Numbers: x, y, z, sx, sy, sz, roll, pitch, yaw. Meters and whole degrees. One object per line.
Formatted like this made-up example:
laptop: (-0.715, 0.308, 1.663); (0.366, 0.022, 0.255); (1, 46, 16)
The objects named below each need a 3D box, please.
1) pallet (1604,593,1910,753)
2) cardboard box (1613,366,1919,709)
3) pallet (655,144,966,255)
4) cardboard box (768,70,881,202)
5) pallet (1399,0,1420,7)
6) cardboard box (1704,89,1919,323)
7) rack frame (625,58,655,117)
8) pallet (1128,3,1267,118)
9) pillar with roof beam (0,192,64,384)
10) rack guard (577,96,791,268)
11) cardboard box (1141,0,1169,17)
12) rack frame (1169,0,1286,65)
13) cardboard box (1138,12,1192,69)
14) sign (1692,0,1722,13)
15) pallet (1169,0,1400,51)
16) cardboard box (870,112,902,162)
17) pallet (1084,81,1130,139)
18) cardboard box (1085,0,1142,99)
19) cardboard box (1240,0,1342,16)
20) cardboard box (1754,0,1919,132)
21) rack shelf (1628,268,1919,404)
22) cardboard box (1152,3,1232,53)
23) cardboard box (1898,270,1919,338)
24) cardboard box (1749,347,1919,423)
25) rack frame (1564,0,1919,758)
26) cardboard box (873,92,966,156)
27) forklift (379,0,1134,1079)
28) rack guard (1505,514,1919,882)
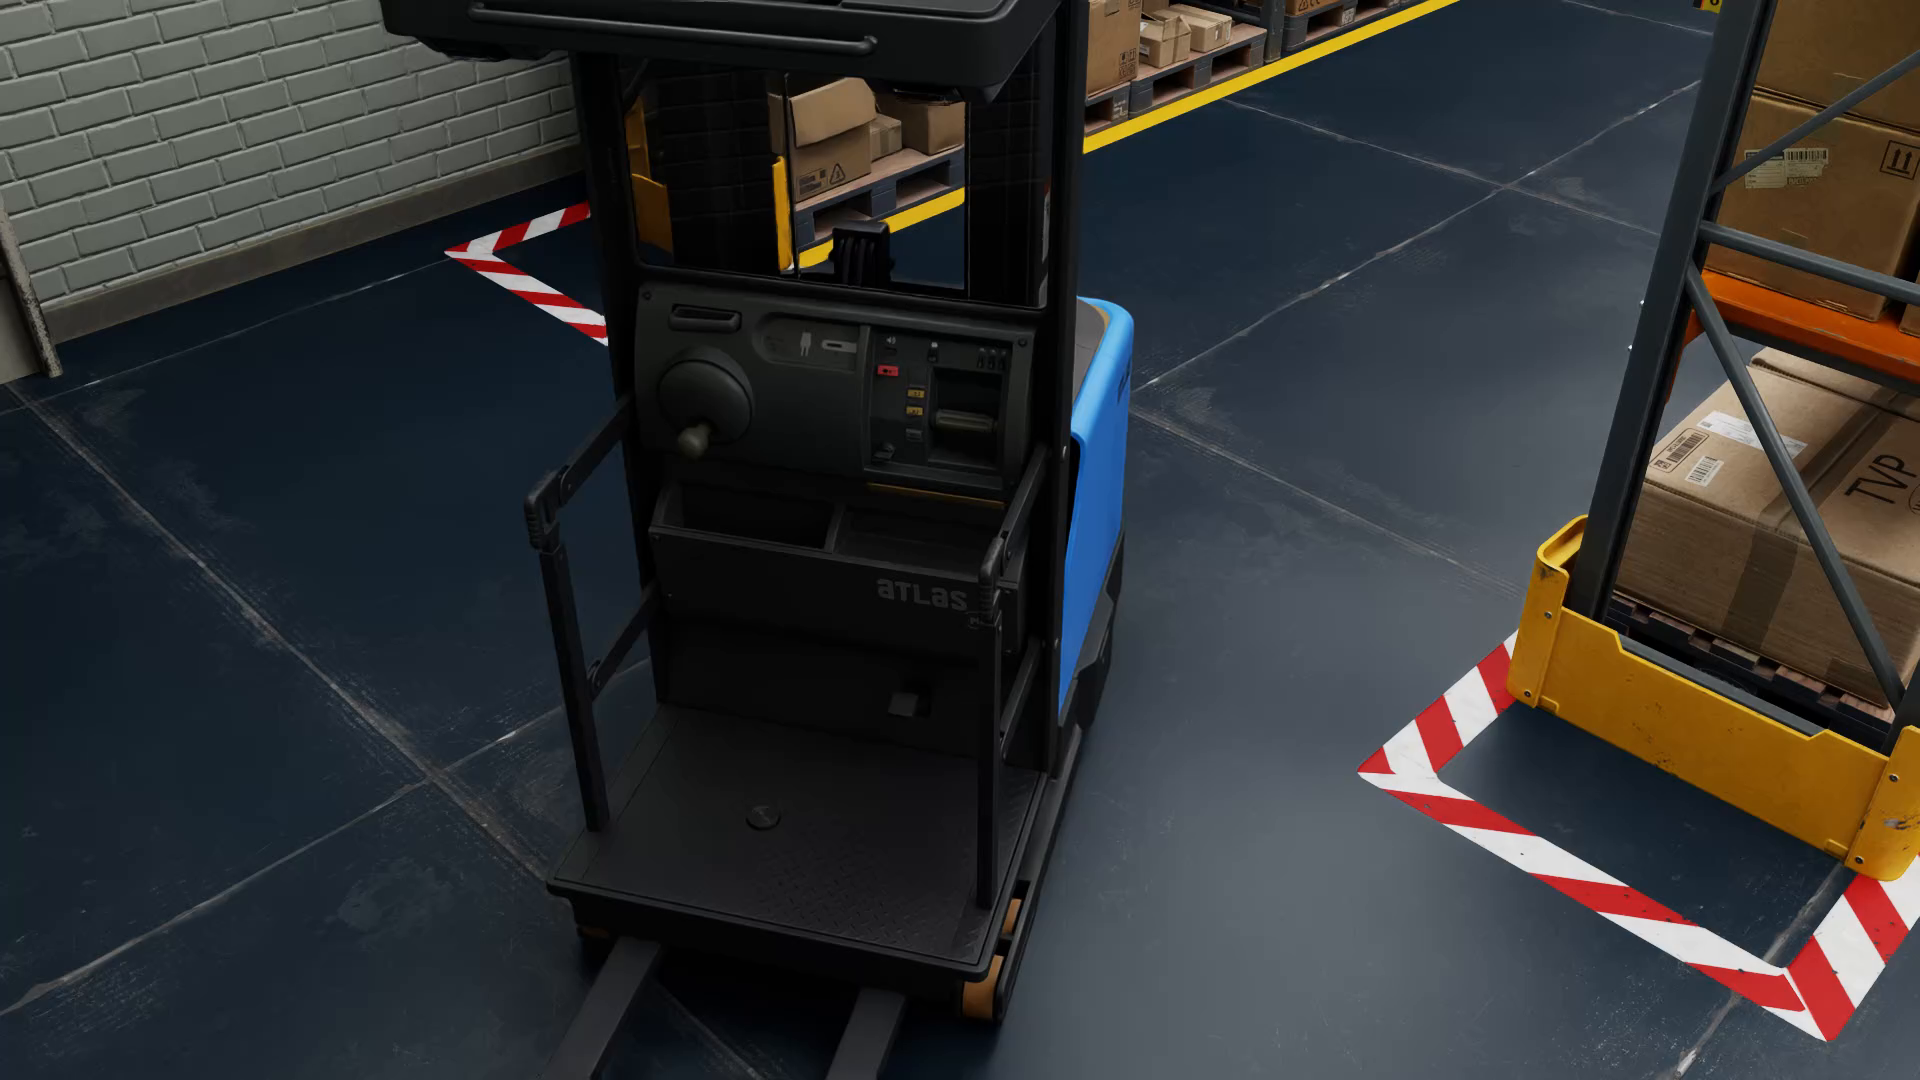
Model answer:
pallet: (2.706, 0.171, 5.321); (1.003, 0.211, 1.213); (30, 45, 35)
cardboard box: (2.592, -0.047, 5.067); (0.875, 0.438, 0.875); (28, 44, 34)
pallet: (-0.713, -1.827, 8.185); (1.003, 0.211, 1.213); (30, 45, 35)
cardboard box: (-0.829, -1.974, 7.774); (0.797, 0.503, 0.637); (28, 43, 34)
pallet: (2.897, -3.939, 11.214); (1.003, 0.211, 1.213); (30, 45, 35)
cardboard box: (2.350, -0.961, 4.418); (0.500, 0.500, 0.500); (-30, 45, -35)
rack frame: (-1.327, -2.616, 6.879); (1.000, 3.000, 0.127); (30, 45, 35)
pallet: (1.007, -2.818, 9.606); (1.003, 0.211, 1.213); (30, 45, 35)
pillar with roof beam: (-0.811, -2.610, 1.626); (9.100, 9.000, 0.400); (30, 45, 35)
rack guard: (-1.274, -1.622, 7.638); (1.175, 0.500, 0.348); (30, 45, 35)
cardboard box: (0.858, -3.136, 9.608); (0.500, 0.311, 0.500); (-28, 44, -34)
rack frame: (1.491, -4.240, 9.207); (1.000, 3.000, 0.127); (30, 45, 35)
cardboard box: (1.055, -2.801, 9.167); (0.258, 0.266, 0.396); (-28, 44, -34)
sign: (1.823, -1.413, 3.935); (0.100, 0.325, 0.005); (30, 45, 35)
pallet: (2.037, -3.441, 10.500); (1.003, 0.211, 1.213); (30, 45, 35)
cardboard box: (-0.502, -1.986, 8.100); (0.380, 0.149, 0.250); (28, 43, 34)
pallet: (0.147, -2.320, 8.892); (1.003, 0.211, 1.213); (30, 45, 35)
cardboard box: (0.532, -2.726, 8.854); (0.700, 0.500, 0.500); (28, 43, 34)
cardboard box: (1.992, -3.492, 9.954); (0.500, 0.500, 0.500); (-28, 43, -34)
cardboard box: (2.369, -1.360, 4.116); (0.500, 0.500, 0.500); (-28, 44, -34)
rack shelf: (3.607, -1.134, 5.382); (1.077, 0.370, 4.000); (30, 45, 35)
cardboard box: (1.307, -2.898, 9.409); (0.380, 0.149, 0.250); (28, 44, 34)
cardboard box: (2.740, -0.737, 4.097); (0.500, 0.500, 0.500); (29, 44, 35)
cardboard box: (3.231, -0.421, 5.605); (0.875, 0.438, 0.875); (-29, 44, -34)
rack frame: (2.198, -0.617, 4.013); (1.000, 3.000, 0.127); (30, 45, 35)
cardboard box: (-0.199, -2.304, 8.250); (0.500, 0.500, 0.700); (-28, 44, -34)
forklift: (-0.348, -0.278, 3.586); (1.130, 2.935, 3.031); (9, 36, 12)
rack guard: (2.181, 0.418, 4.714); (1.175, 0.500, 0.348); (30, 45, 35)
